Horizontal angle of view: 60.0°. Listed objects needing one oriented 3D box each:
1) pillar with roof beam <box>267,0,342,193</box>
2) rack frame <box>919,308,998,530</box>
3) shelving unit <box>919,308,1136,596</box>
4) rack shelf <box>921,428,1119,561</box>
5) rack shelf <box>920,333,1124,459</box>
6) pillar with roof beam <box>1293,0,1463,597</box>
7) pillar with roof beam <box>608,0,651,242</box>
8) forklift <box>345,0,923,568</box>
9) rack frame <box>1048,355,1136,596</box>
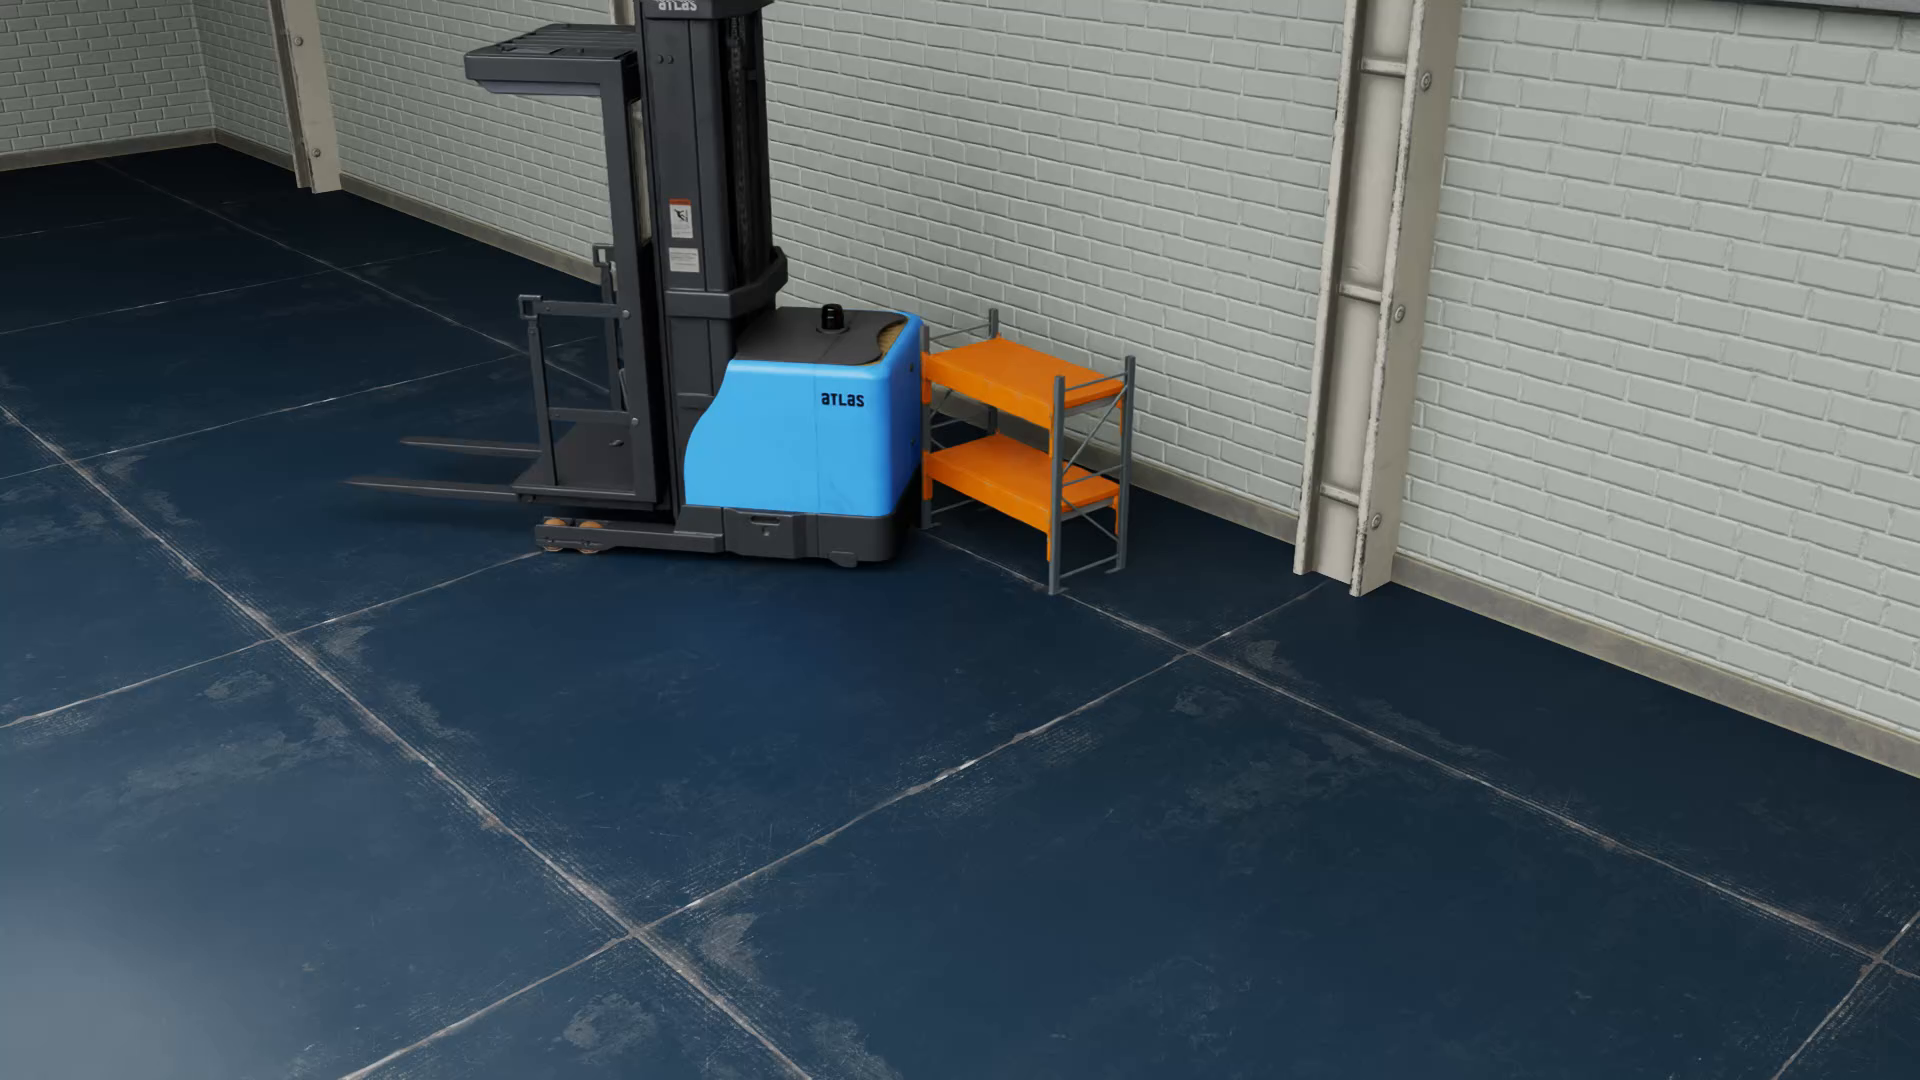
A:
[{"bbox_3d":[-9.419,-6.332,11.787,9.100,9.000,0.400,-21,32,-38],"label":"pillar with roof beam"},{"bbox_3d":[-0.003,-0.635,8.786,0.500,1.125,0.032,-19,30,-35],"label":"rack frame"},{"bbox_3d":[0.318,-0.471,8.427,0.538,1.125,1.048,-19,30,-35],"label":"shelving unit"},{"bbox_3d":[0.318,-0.249,8.529,0.538,0.278,1.000,-19,30,-35],"label":"rack shelf"},{"bbox_3d":[0.318,-0.737,8.306,0.538,0.278,1.000,-19,30,-35],"label":"rack shelf"},{"bbox_3d":[-1.217,-2.696,3.818,9.100,9.000,0.400,-21,32,-38],"label":"pillar with roof beam"},{"bbox_3d":[-5.318,-4.514,7.803,9.100,9.000,0.400,-21,32,-38],"label":"pillar with roof beam"},{"bbox_3d":[-1.744,-1.471,8.443,3.031,2.935,1.130,4,25,9],"label":"forklift"},{"bbox_3d":[0.639,-0.307,8.068,0.500,1.125,0.032,-19,30,-35],"label":"rack frame"}]
